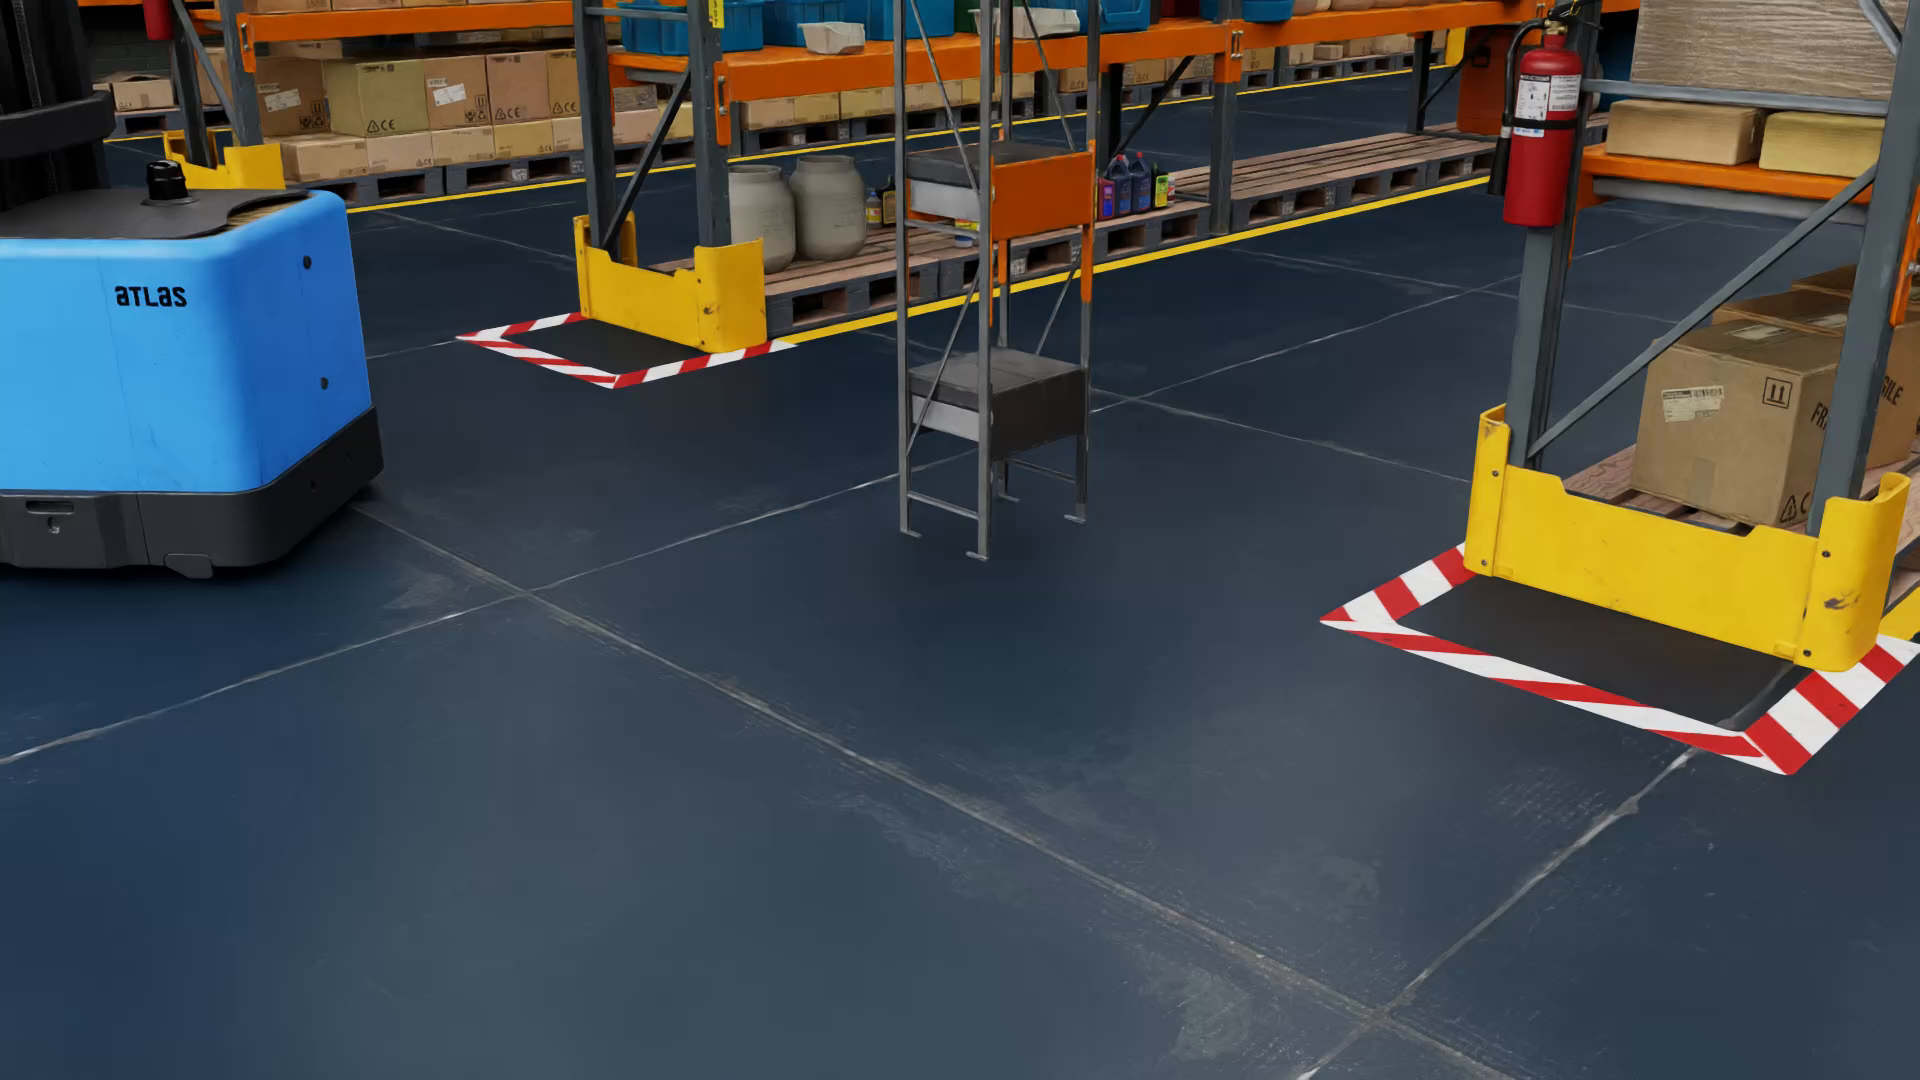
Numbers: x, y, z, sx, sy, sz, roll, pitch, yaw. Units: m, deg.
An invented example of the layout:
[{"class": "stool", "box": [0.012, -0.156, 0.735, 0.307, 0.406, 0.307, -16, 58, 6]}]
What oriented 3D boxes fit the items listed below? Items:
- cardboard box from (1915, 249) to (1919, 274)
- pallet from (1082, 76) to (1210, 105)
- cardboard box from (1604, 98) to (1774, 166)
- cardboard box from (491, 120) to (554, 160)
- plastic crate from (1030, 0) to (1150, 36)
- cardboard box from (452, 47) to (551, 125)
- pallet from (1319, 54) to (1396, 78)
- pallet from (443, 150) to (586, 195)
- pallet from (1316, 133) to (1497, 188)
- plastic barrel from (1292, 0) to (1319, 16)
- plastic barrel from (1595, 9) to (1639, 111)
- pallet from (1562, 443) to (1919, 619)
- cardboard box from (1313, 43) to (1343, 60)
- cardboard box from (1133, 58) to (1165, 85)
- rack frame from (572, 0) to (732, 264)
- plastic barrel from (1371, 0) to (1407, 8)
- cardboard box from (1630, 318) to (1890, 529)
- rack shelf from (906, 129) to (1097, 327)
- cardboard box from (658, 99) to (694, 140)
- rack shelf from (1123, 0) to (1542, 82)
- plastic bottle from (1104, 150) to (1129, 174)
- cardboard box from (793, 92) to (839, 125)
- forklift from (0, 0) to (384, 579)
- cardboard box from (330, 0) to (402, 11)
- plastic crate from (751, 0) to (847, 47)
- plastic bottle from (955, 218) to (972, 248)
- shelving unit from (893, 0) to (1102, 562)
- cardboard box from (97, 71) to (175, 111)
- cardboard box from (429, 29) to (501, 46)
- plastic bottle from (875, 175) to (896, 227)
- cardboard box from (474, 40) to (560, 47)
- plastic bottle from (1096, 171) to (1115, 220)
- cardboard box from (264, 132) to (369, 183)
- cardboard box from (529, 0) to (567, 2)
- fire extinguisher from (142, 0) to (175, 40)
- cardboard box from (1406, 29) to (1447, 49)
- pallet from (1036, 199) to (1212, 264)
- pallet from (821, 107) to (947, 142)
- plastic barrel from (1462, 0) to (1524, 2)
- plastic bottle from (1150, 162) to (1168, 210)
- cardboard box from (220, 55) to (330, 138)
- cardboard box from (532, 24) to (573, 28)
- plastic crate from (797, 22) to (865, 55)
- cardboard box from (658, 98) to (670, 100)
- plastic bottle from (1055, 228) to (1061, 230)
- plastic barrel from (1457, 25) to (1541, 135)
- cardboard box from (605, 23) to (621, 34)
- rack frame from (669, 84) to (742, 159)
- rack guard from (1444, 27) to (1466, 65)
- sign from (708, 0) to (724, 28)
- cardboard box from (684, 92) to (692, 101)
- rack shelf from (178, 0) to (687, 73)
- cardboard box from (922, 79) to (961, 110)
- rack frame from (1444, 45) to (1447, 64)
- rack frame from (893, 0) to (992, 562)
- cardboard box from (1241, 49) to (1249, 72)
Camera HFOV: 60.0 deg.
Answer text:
[{"class": "cardboard box", "box": [3.792, -0.830, 6.451, 0.500, 0.500, 0.500, 16, 26, 36]}, {"class": "pallet", "box": [1.965, -4.923, 18.089, 1.003, 0.211, 1.213, 19, 28, 41]}, {"class": "cardboard box", "box": [2.131, -1.201, 4.869, 0.380, 0.149, 0.250, 19, 28, 41]}, {"class": "cardboard box", "box": [-3.433, -3.054, 12.586, 0.500, 0.250, 0.500, 19, 28, 41]}, {"class": "plastic crate", "box": [0.745, -3.039, 9.509, 0.499, 0.251, 0.616, 19, 28, 41]}, {"class": "cardboard box", "box": [-3.433, -3.403, 12.450, 0.500, 0.500, 0.500, 19, 28, 41]}, {"class": "pallet", "box": [4.688, -5.948, 20.756, 1.003, 0.211, 1.213, 19, 28, 41]}, {"class": "pallet", "box": [-3.660, -2.891, 12.803, 1.003, 0.211, 1.213, 19, 28, 41]}, {"class": "pallet", "box": [3.544, -2.998, 13.081, 1.003, 0.211, 1.213, 19, 28, 41]}, {"class": "plastic barrel", "box": [2.147, -3.716, 10.871, 0.433, 0.535, 0.433, 0, 21, 0]}, {"class": "plastic barrel", "box": [6.017, -4.417, 15.224, 0.600, 0.901, 0.708, 19, 28, 41]}, {"class": "pallet", "box": [2.726, -0.111, 5.570, 1.003, 0.211, 1.213, 19, 28, 41]}, {"class": "cardboard box", "box": [4.401, -5.920, 20.131, 0.380, 0.166, 0.250, 19, 28, 41]}, {"class": "cardboard box", "box": [1.803, -5.078, 17.476, 0.500, 0.500, 0.500, 19, 28, 40]}, {"class": "rack frame", "box": [-1.468, -2.433, 7.724, 1.000, 3.000, 0.127, 19, 28, 41]}, {"class": "plastic barrel", "box": [2.960, -4.016, 11.652, 0.433, 0.535, 0.433, 0, 21, 0]}, {"class": "cardboard box", "box": [2.528, -0.379, 5.278, 0.500, 0.500, 0.500, -14, 25, -32]}, {"class": "rack shelf", "box": [0.115, -1.010, 5.313, 0.431, 0.518, 0.480, 19, 28, 41]}, {"class": "cardboard box", "box": [-2.391, -3.441, 13.592, 0.500, 0.250, 0.500, 19, 28, 41]}, {"class": "rack shelf", "box": [2.717, -3.640, 11.865, 1.077, 0.370, 4.000, 19, 28, 41]}, {"class": "plastic bottle", "box": [0.976, -2.229, 10.271, 0.144, 0.351, 0.185, 19, 28, 41]}, {"class": "cardboard box", "box": [-1.408, -3.787, 14.494, 0.500, 0.250, 0.500, -19, 28, -41]}, {"class": "forklift", "box": [-3.627, -1.428, 5.205, 3.031, 2.935, 1.130, 1, 21, 2]}, {"class": "cardboard box", "box": [-4.317, -3.973, 11.592, 0.500, 0.500, 0.700, -19, 28, -41]}, {"class": "plastic crate", "box": [-0.876, -2.733, 8.711, 0.499, 0.251, 0.408, 19, 28, 41]}, {"class": "plastic bottle", "box": [0.020, -1.753, 9.144, 0.097, 0.271, 0.097, 0, 21, 0]}, {"class": "shelving unit", "box": [0.115, -1.023, 5.309, 0.431, 2.100, 0.503, 19, 28, 41]}, {"class": "cardboard box", "box": [-7.622, -4.165, 15.364, 0.500, 0.311, 0.500, -17, 27, -38]}, {"class": "cardboard box", "box": [-5.274, -5.173, 17.723, 0.500, 0.500, 0.700, -19, 28, -40]}, {"class": "plastic bottle", "box": [-0.433, -1.987, 9.736, 0.133, 0.283, 0.061, -19, 28, -41]}, {"class": "cardboard box", "box": [-3.469, -3.667, 13.135, 0.500, 0.500, 0.500, 19, 28, 41]}, {"class": "plastic bottle", "box": [0.862, -2.059, 9.924, 0.133, 0.283, 0.061, -18, 27, -39]}, {"class": "cardboard box", "box": [-4.481, -2.668, 11.583, 0.500, 0.250, 0.500, 19, 28, 41]}, {"class": "cardboard box", "box": [-3.245, -4.368, 12.618, 0.500, 0.500, 0.700, -20, 28, -41]}, {"class": "fire extinguisher", "box": [-5.430, -3.723, 11.189, 0.296, 0.674, 0.183, 19, 28, 41]}, {"class": "cardboard box", "box": [5.944, -6.624, 21.498, 0.500, 0.500, 0.500, 19, 28, 41]}, {"class": "pallet", "box": [0.824, -1.997, 10.477, 1.003, 0.211, 1.213, 19, 28, 41]}, {"class": "pallet", "box": [-0.887, -3.915, 15.465, 1.003, 0.211, 1.213, 19, 28, 41]}, {"class": "plastic barrel", "box": [4.006, -4.358, 12.542, 0.600, 0.536, 0.708, 19, 28, 41]}, {"class": "plastic bottle", "box": [1.223, -2.192, 10.271, 0.133, 0.283, 0.061, -18, 28, -39]}, {"class": "cardboard box", "box": [-4.854, -3.149, 11.787, 0.500, 0.500, 0.500, 19, 28, 41]}, {"class": "cardboard box", "box": [-4.609, -5.772, 18.235, 0.500, 0.250, 0.500, 18, 28, 39]}, {"class": "plastic crate", "box": [-0.613, -2.459, 8.160, 0.298, 0.136, 0.250, 19, 28, 41]}, {"class": "cardboard box", "box": [-2.765, -3.571, 13.932, 0.500, 0.250, 0.500, 19, 28, 41]}, {"class": "plastic bottle", "box": [0.541, -1.912, 9.656, 0.097, 0.201, 0.097, 0, 21, 0]}, {"class": "plastic barrel", "box": [4.442, -3.803, 13.726, 0.600, 0.830, 0.708, 19, 28, 41]}, {"class": "cardboard box", "box": [-4.219, -5.571, 18.760, 0.700, 0.500, 0.500, 19, 28, 40]}, {"class": "rack frame", "box": [-2.224, -4.702, 13.627, 1.000, 3.000, 0.127, 19, 28, 41]}, {"class": "rack guard", "box": [6.094, -6.600, 22.050, 1.175, 0.500, 0.348, 19, 28, 41]}, {"class": "sign", "box": [-1.077, -2.423, 7.313, 0.100, 0.325, 0.005, 19, 28, 41]}, {"class": "cardboard box", "box": [-2.143, -3.794, 14.511, 0.500, 0.250, 0.500, 19, 28, 40]}, {"class": "rack shelf", "box": [-3.619, -3.852, 12.418, 1.077, 0.370, 4.000, 19, 28, 41]}, {"class": "cardboard box", "box": [-0.336, -4.185, 15.528, 0.500, 0.250, 0.500, -19, 28, -41]}, {"class": "rack frame", "box": [6.147, -7.787, 21.652, 1.000, 3.000, 0.127, 19, 28, 41]}, {"class": "rack frame", "box": [-0.055, -0.960, 5.145, 0.400, 2.100, 0.015, 19, 28, 41]}, {"class": "cardboard box", "box": [2.867, -5.473, 18.505, 0.500, 0.500, 0.500, 19, 28, 41]}]
